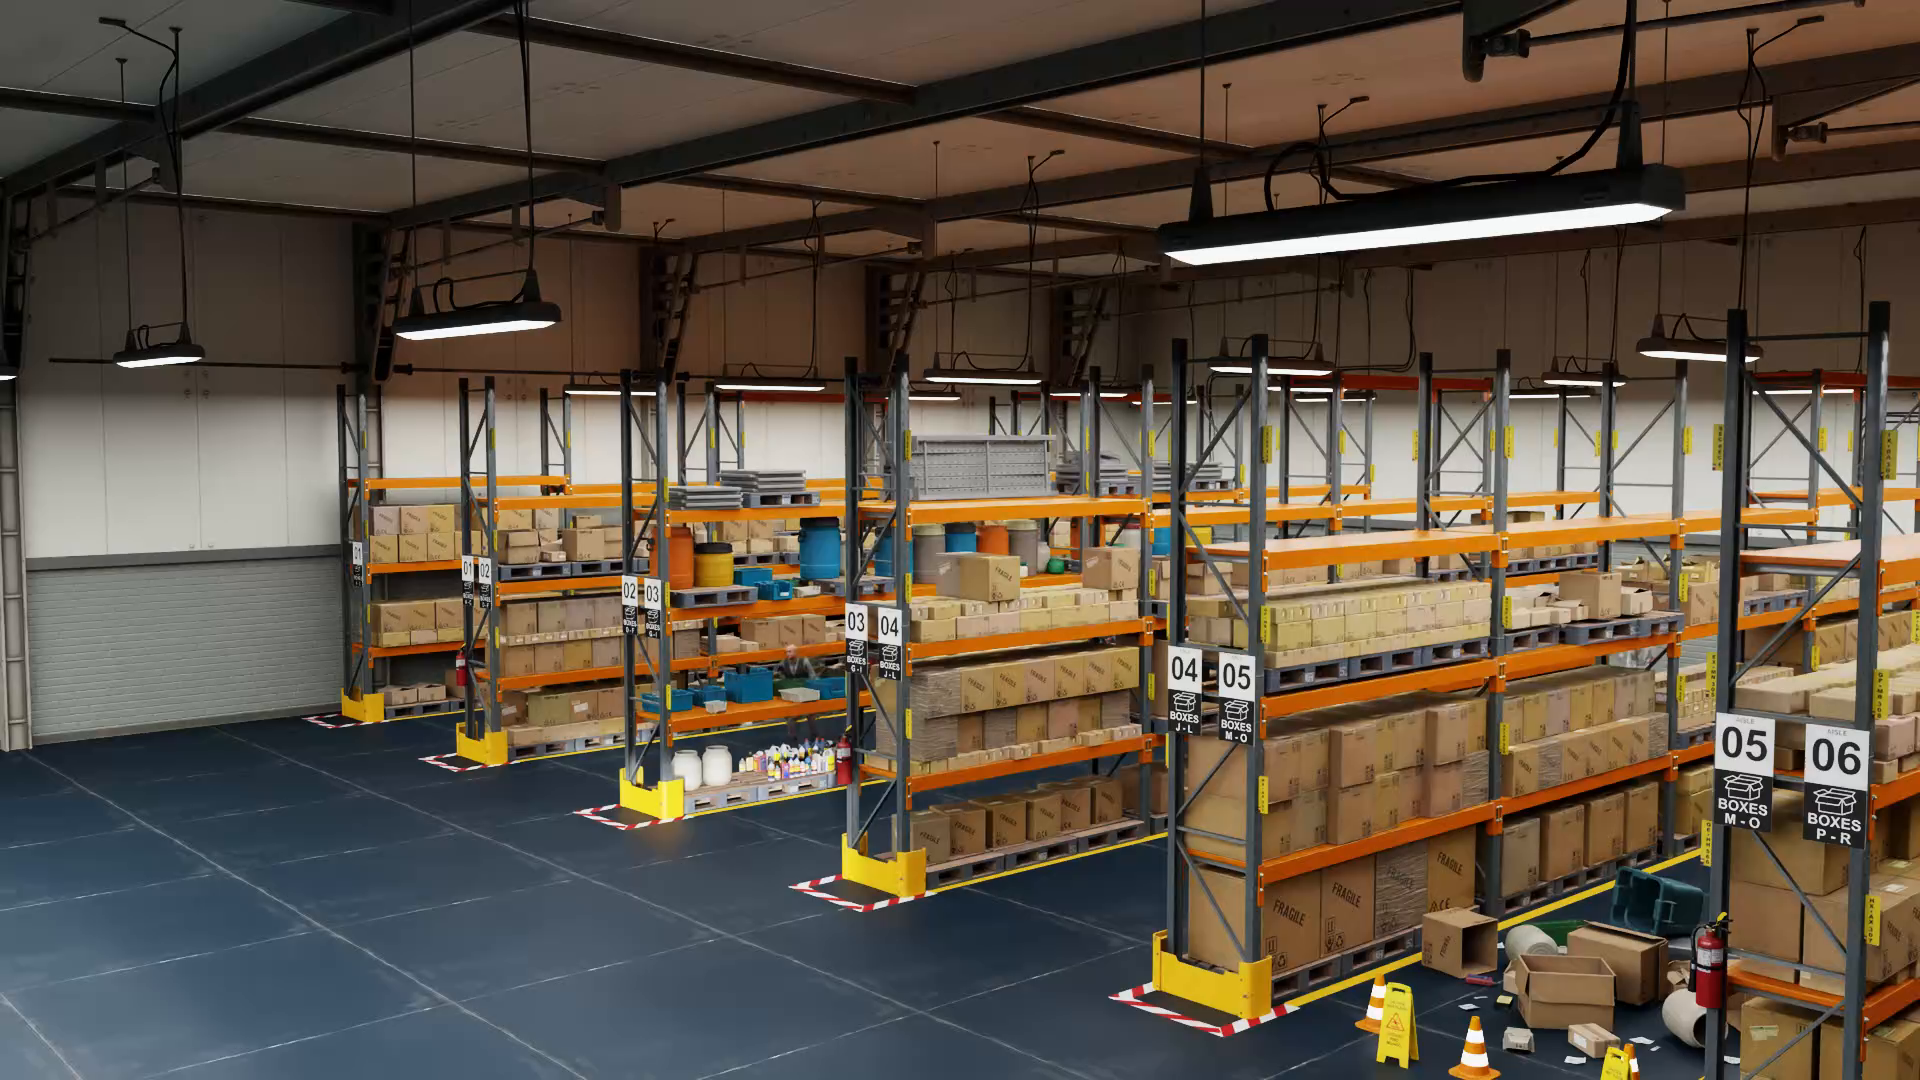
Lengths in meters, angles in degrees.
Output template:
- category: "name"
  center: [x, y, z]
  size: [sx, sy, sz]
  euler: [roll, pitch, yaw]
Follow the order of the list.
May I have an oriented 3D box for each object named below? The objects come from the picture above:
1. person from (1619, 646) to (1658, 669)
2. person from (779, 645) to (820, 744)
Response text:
- category: "person"
  center: [12.594, 2.386, 30.870]
  size: [0.680, 1.548, 1.177]
  euler: [2, 4, 24]
- category: "person"
  center: [-2.672, 2.562, 27.571]
  size: [0.676, 1.688, 0.835]
  euler: [0, 4, -1]
